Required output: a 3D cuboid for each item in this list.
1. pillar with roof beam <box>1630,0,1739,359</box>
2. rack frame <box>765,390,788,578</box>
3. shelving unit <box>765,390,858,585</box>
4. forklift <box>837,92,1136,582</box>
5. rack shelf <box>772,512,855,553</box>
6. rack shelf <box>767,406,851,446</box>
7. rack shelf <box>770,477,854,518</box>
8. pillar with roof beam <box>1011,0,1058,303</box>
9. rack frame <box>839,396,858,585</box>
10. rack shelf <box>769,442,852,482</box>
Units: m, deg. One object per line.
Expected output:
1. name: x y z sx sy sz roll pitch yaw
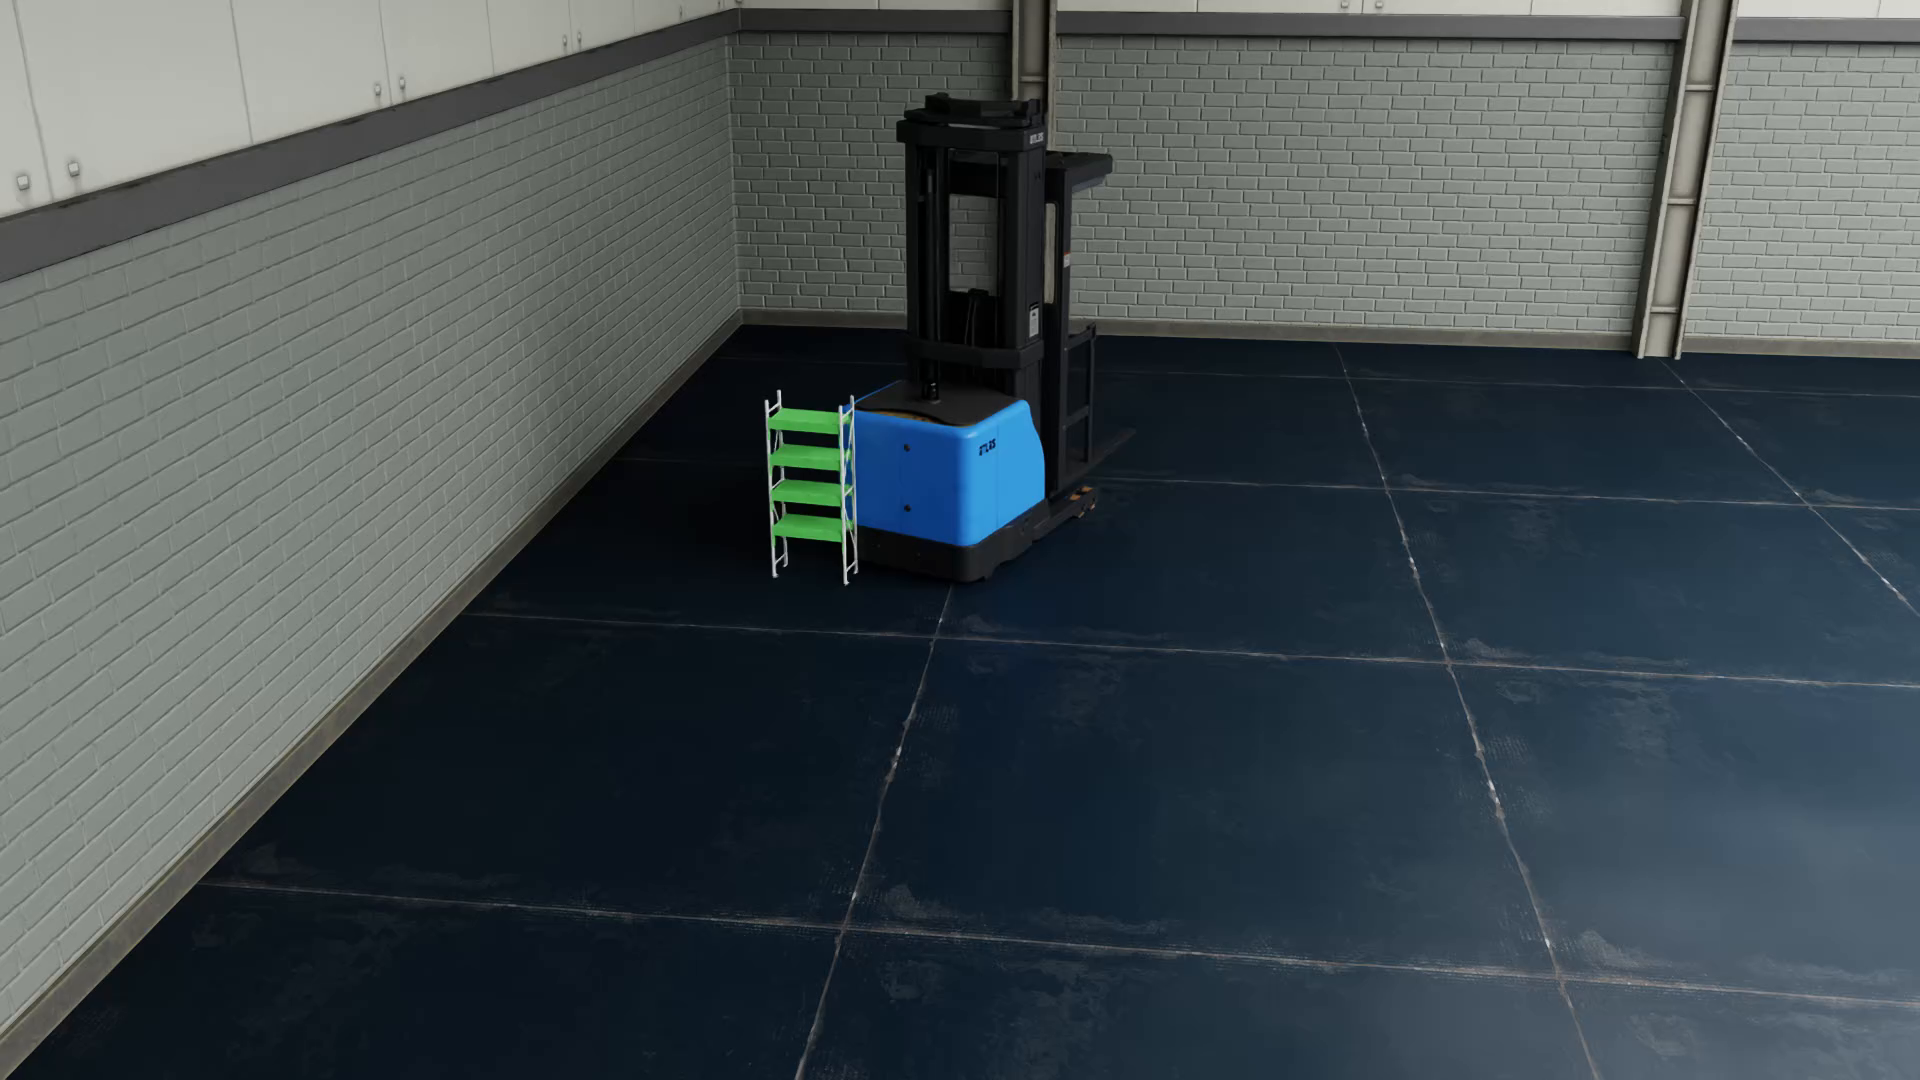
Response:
1. pillar with roof beam: 6.149 -4.391 10.307 0.400 9.000 9.100 2 22 6
2. rack frame: -1.181 -0.356 10.707 0.015 1.200 0.240 6 22 14
3. shelving unit: -0.945 -0.332 10.649 0.503 1.200 0.258 6 22 14
4. forklift: 0.351 -1.594 11.486 1.130 2.935 3.031 12 24 27
5. rack shelf: -0.945 -0.050 10.760 0.480 0.148 0.258 6 22 14
6. rack shelf: -0.945 -0.719 10.496 0.480 0.148 0.258 6 22 14
7. rack shelf: -0.945 -0.273 10.672 0.480 0.148 0.258 6 22 14
8. pillar with roof beam: 0.191 -4.651 10.964 0.400 9.000 9.100 2 22 6
9. rack frame: -0.709 -0.309 10.590 0.015 1.200 0.240 6 22 14
10. rack shelf: -0.945 -0.496 10.584 0.480 0.148 0.258 6 22 14
